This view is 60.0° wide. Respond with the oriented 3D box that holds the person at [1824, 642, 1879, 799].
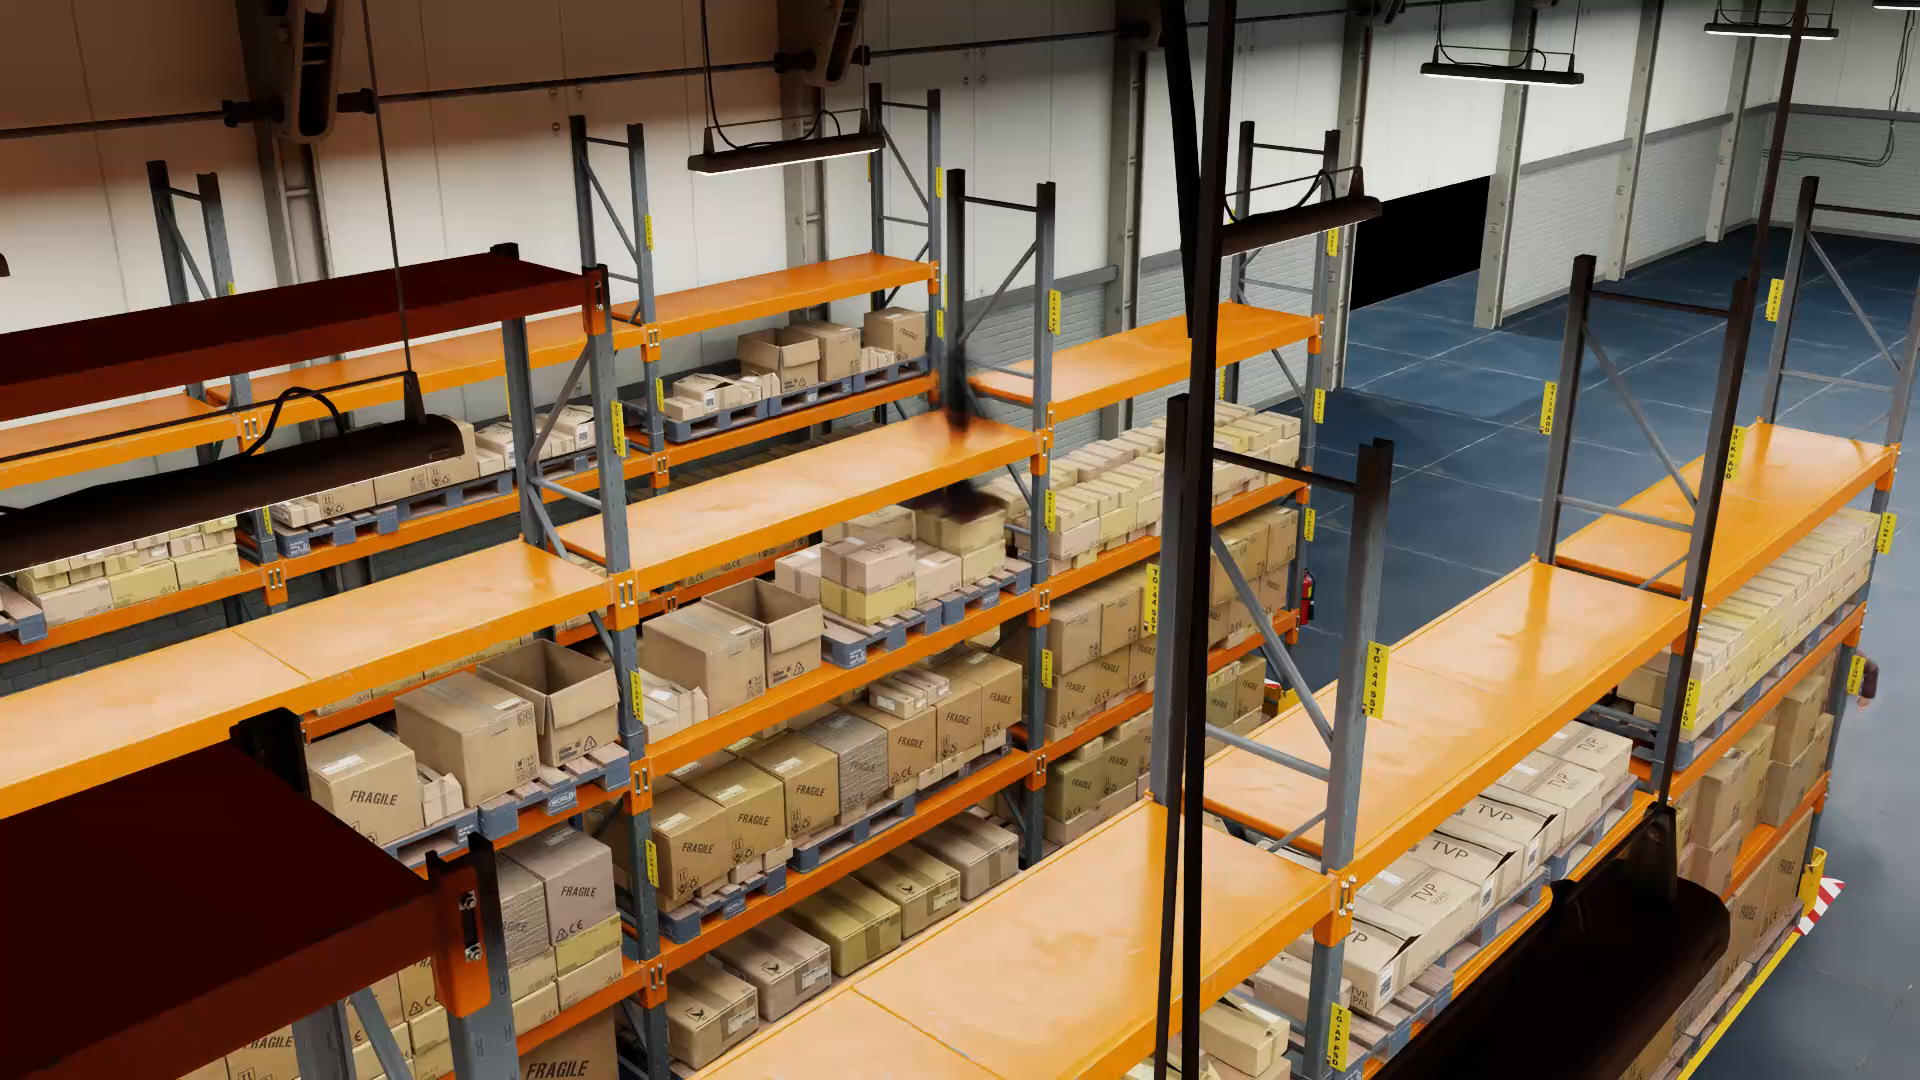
[{"bbox_3d":[8.086,1.535,15.669,0.759,1.729,0.754,0,21,0],"label":"person"}]
